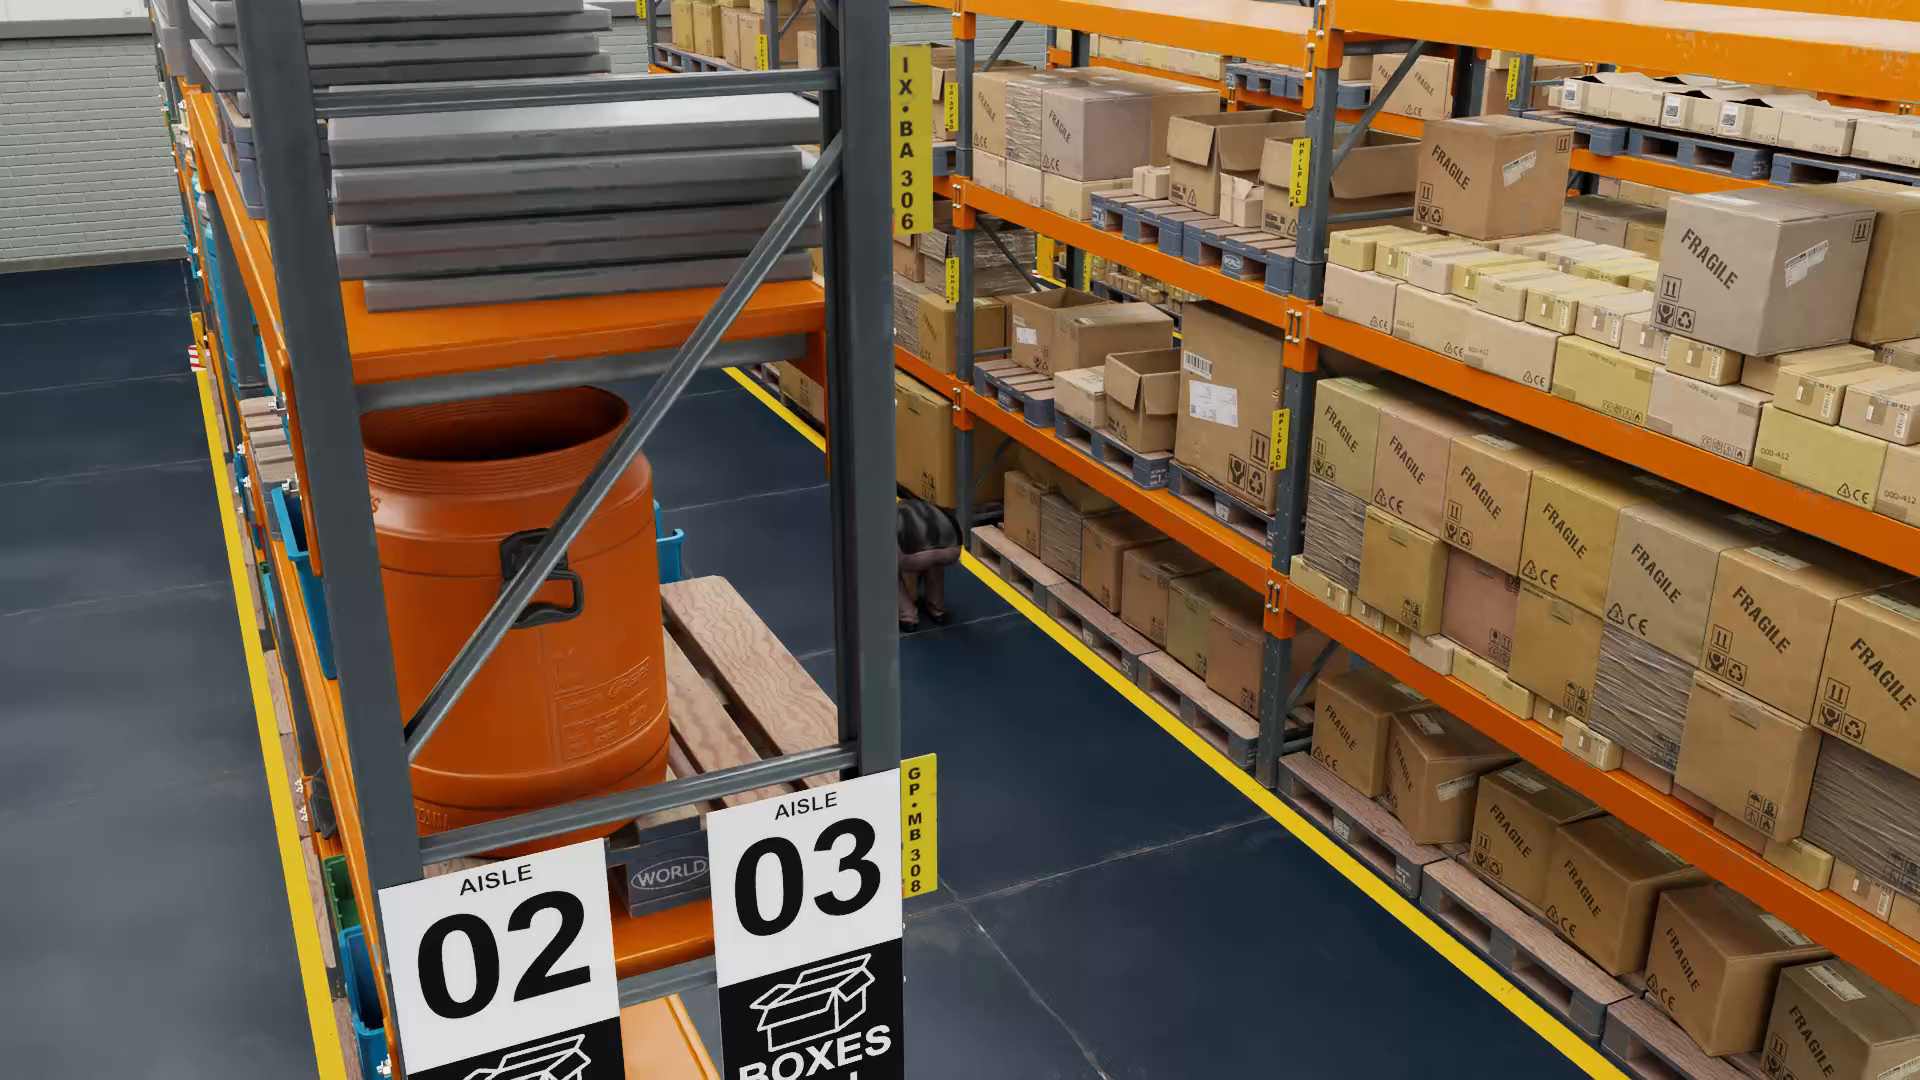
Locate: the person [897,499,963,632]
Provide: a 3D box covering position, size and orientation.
[{"bbox_3d":[-0.351,0.121,11.483,0.512,0.884,0.952,-11,25,-26],"label":"person"}]
